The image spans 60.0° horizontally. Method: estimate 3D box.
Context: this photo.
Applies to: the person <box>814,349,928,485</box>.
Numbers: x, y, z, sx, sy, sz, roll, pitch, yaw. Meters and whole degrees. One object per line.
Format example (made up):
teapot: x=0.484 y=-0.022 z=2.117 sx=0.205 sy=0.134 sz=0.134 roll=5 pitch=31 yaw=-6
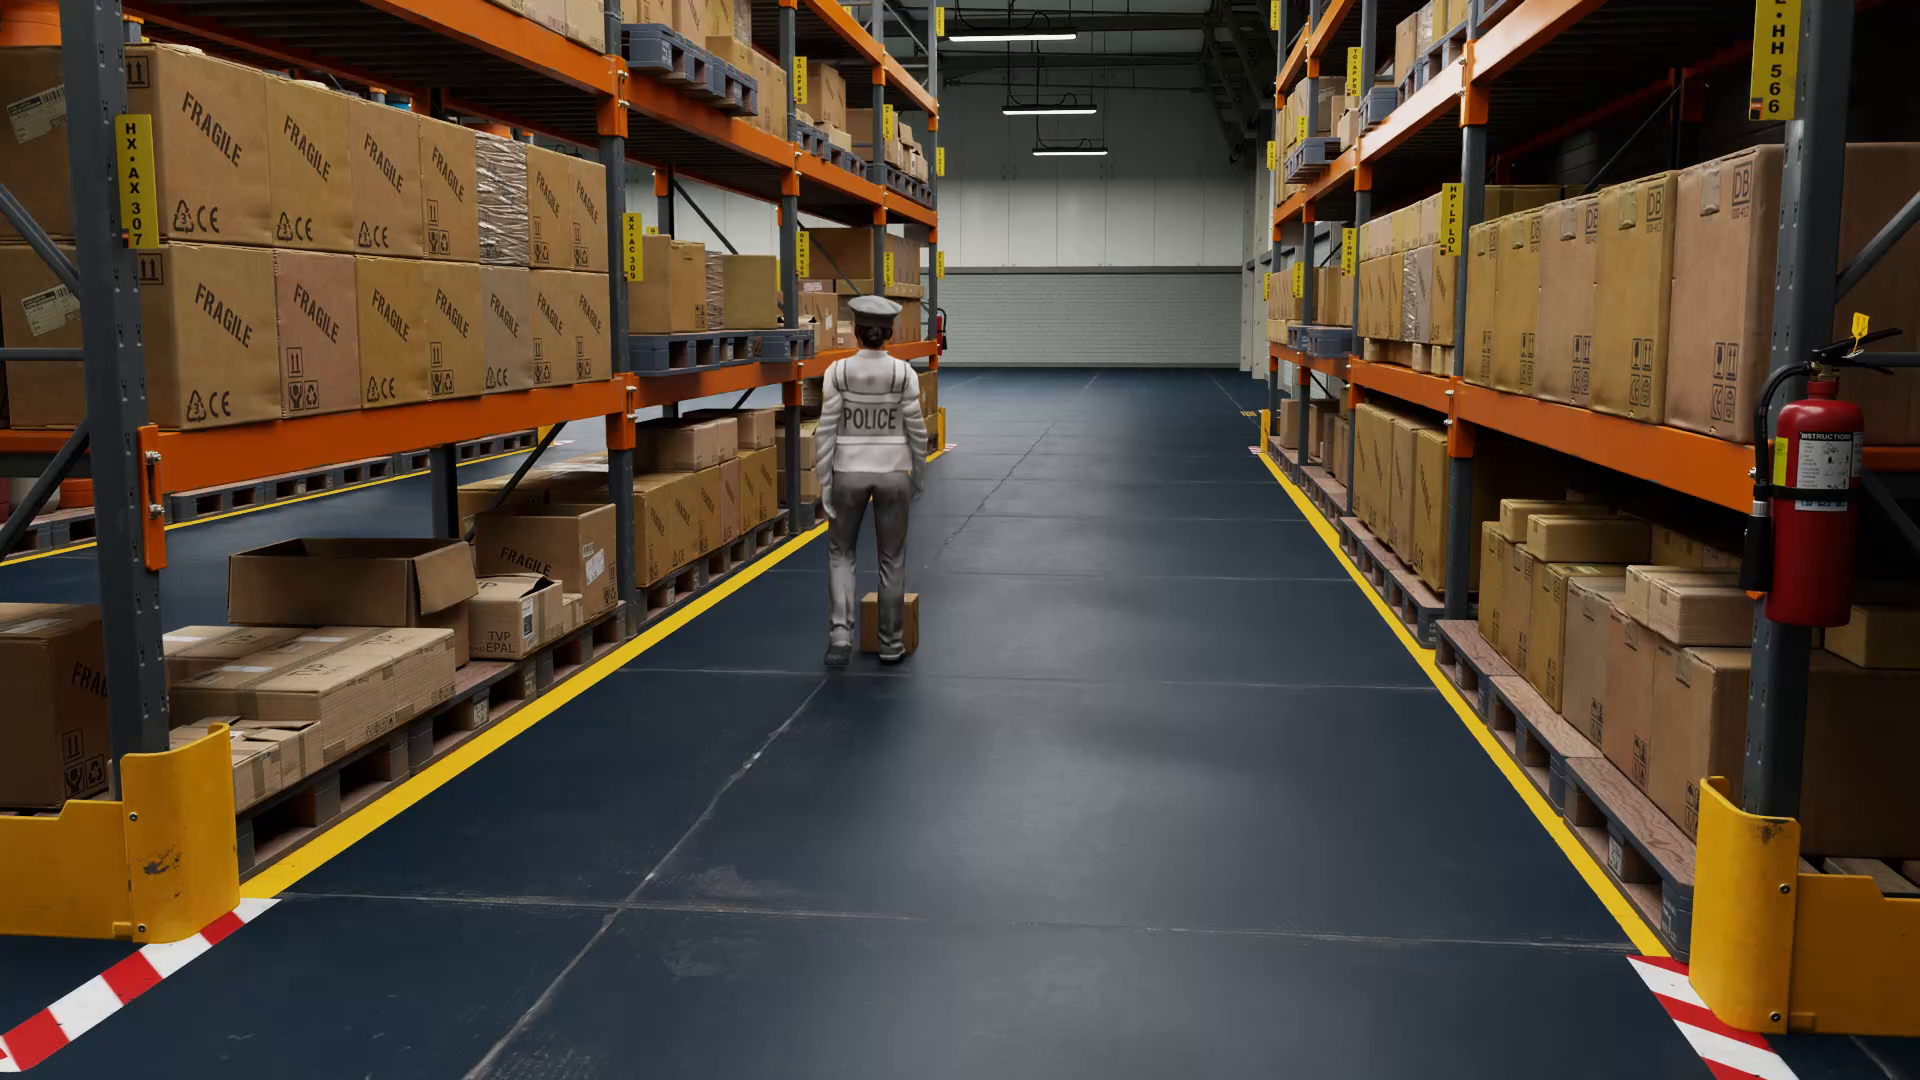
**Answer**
person: x=-0.397 y=-0.556 z=7.482 sx=0.506 sy=0.604 sz=0.324 roll=0 pitch=8 yaw=0
